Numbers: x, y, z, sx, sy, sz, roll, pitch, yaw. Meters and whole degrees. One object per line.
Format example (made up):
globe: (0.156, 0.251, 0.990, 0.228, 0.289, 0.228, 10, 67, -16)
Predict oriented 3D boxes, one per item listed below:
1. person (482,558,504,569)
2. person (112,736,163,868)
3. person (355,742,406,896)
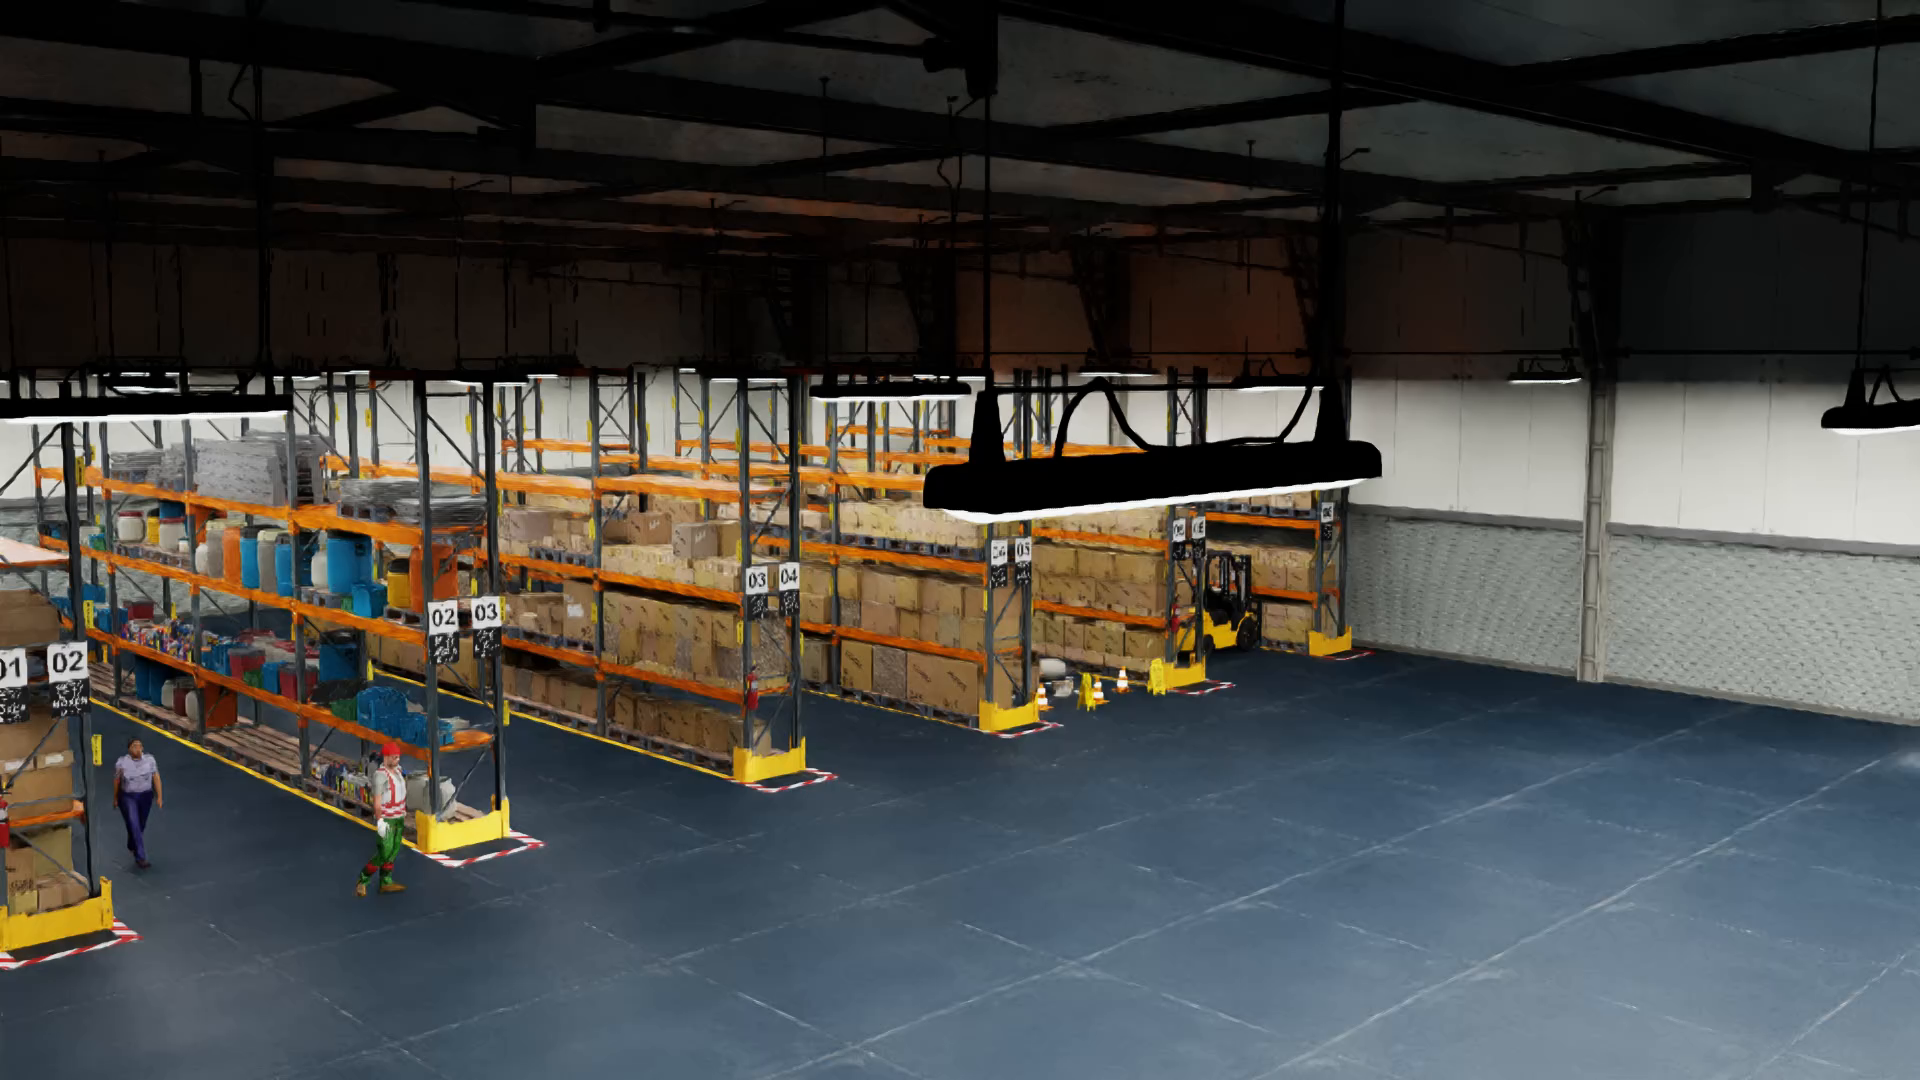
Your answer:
person: (-11.272, 0.913, 40.366, 0.699, 1.717, 0.497, 2, 7, 14)
person: (-10.216, 3.207, 20.687, 1.000, 1.589, 0.493, 6, 9, 44)
person: (-6.758, 3.256, 19.415, 0.532, 1.778, 0.724, 1, 6, 7)
